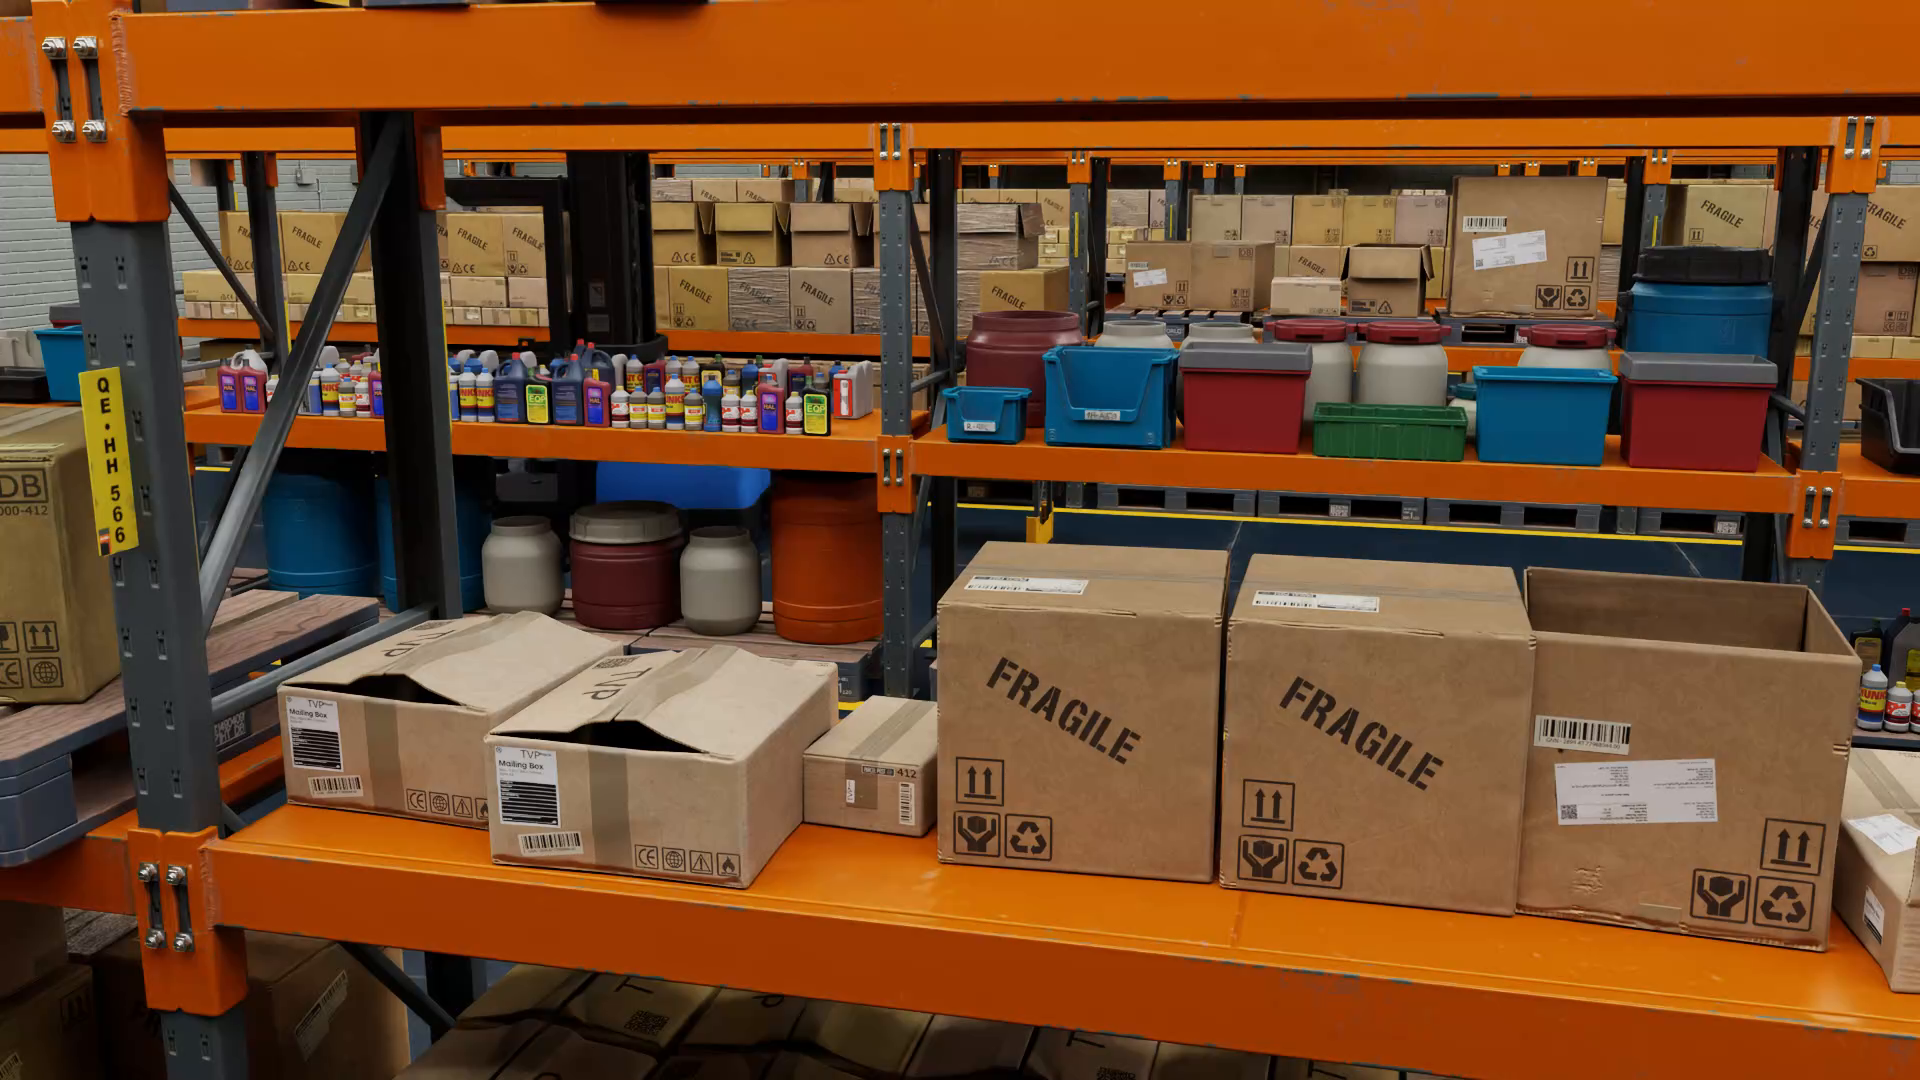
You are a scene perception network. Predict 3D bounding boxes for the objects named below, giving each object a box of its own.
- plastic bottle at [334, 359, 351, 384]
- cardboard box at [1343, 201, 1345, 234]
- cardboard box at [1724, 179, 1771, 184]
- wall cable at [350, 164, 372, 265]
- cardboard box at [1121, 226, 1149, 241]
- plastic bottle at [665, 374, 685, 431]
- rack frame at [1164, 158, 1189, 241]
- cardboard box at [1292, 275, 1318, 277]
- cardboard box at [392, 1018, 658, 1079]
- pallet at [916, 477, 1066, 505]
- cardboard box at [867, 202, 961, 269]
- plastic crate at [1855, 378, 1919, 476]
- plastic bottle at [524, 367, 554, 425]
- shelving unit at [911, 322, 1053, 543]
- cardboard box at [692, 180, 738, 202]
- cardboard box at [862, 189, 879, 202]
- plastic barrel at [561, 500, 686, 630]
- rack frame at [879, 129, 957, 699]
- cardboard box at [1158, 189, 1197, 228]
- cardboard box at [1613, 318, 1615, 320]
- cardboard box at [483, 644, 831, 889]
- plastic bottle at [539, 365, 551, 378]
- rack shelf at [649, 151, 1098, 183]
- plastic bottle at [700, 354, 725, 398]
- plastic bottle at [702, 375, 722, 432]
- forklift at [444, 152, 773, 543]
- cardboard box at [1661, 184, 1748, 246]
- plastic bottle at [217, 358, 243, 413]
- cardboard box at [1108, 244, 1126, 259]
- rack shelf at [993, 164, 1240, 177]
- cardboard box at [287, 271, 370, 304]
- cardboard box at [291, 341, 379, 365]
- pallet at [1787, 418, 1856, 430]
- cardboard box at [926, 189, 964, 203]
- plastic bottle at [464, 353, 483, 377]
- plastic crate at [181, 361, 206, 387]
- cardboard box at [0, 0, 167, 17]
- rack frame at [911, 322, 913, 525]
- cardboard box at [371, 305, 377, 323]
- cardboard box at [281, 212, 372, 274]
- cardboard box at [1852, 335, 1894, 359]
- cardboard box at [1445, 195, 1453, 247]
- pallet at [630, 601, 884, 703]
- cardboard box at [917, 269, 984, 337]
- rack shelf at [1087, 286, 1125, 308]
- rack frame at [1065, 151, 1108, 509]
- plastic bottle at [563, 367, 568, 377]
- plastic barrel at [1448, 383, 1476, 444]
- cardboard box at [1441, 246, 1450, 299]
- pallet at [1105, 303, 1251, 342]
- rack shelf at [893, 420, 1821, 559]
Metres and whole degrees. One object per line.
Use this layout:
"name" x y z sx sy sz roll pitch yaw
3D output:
"plastic bottle" -3.497 -0.926 9.442 0.097 0.201 0.097 0 13 0
"cardboard box" 4.775 -4.169 21.714 0.500 0.500 0.500 3 13 14
"cardboard box" 9.578 -4.174 20.397 0.500 0.500 0.700 3 13 13
"wall cable" -9.550 -5.392 26.765 0.122 1.984 0.588 3 13 14
"cardboard box" 1.874 -3.286 17.854 0.250 0.149 0.380 3 13 14
"plastic bottle" -1.397 -0.679 8.166 0.097 0.271 0.097 0 13 0
"rack frame" 2.281 -2.848 17.644 0.127 3.000 1.000 3 13 14
"cardboard box" 2.678 -1.920 12.802 0.258 0.266 0.396 3 13 12
"cardboard box" -0.945 1.225 3.369 0.500 0.311 0.500 4 13 15
"pallet" 0.247 -0.505 13.525 1.213 0.211 1.003 3 13 14
"cardboard box" -0.344 -2.424 13.189 0.637 0.503 0.797 3 13 15
"plastic crate" 4.169 -0.477 7.100 0.504 0.338 0.767 3 13 14
"plastic bottle" -2.106 -0.719 8.317 0.133 0.283 0.061 3 13 14
"shelving unit" 0.074 -0.728 11.553 1.083 1.500 0.587 3 13 14
"cardboard box" -2.627 -3.731 18.398 0.500 0.500 0.500 3 13 12
"cardboard box" -1.039 -4.605 23.025 0.500 0.500 0.500 3 13 13
"plastic barrel" -1.768 0.123 8.850 0.708 0.588 0.600 3 13 14
"rack frame" -0.193 -0.769 8.272 0.127 3.000 1.000 3 13 14
"cardboard box" 2.948 -4.508 22.588 0.500 0.500 0.500 3 13 12
"cardboard box" 6.758 -1.761 16.680 0.875 0.875 0.875 3 13 14
"cardboard box" -0.561 0.404 3.195 0.500 0.311 0.500 3 13 13
"plastic bottle" -2.297 -0.862 9.153 0.097 0.201 0.097 0 13 0
"rack shelf" -0.948 -3.027 13.188 4.000 0.370 1.077 3 13 14
"plastic bottle" -1.328 -0.855 8.929 0.133 0.283 0.061 3 13 14
"plastic bottle" -1.208 -0.669 8.120 0.097 0.271 0.097 0 13 0
"forklift" -2.902 -1.463 11.560 3.031 2.935 1.130 0 13 2
"cardboard box" 5.380 -2.319 12.035 0.500 0.500 0.500 3 13 14
"plastic bottle" -3.822 -0.810 8.730 0.133 0.283 0.061 3 13 14
"cardboard box" 1.692 -3.005 17.278 0.250 0.149 0.380 3 13 15
"rack shelf" 2.612 -6.155 27.286 4.000 0.370 1.077 3 13 14
"cardboard box" -5.378 -2.163 14.218 0.500 0.250 0.500 3 13 12
"cardboard box" -5.249 -1.329 14.736 0.875 0.875 0.875 3 13 14
"pallet" 8.072 -1.160 16.475 1.213 0.211 1.003 3 13 14
"cardboard box" -0.157 -4.555 22.801 0.500 0.500 0.500 3 13 14
"plastic bottle" -2.653 -0.881 9.079 0.097 0.271 0.097 0 13 0
"plastic crate" -4.494 -0.931 9.474 0.243 0.136 0.396 3 13 14
"cardboard box" -1.815 -1.256 3.313 0.500 0.500 0.910 3 13 14
"rack frame" -0.411 -0.754 11.670 0.032 1.500 0.500 3 13 14
"cardboard box" -4.759 -1.922 14.051 0.250 0.149 0.380 3 13 14
"cardboard box" -5.382 -2.530 14.140 0.500 0.500 0.500 3 13 12
"cardboard box" 6.234 -1.346 11.454 0.250 0.149 0.380 3 13 14
"cardboard box" 5.181 -3.228 16.819 0.500 0.500 0.700 3 13 13
"pallet" -0.968 0.561 8.719 1.213 0.211 1.003 3 13 14
"cardboard box" -0.027 -1.859 12.959 0.500 0.500 0.500 3 13 13
"rack shelf" 0.339 -2.600 18.190 4.000 0.370 1.077 3 13 14
"rack frame" 0.994 -1.810 12.967 0.127 3.000 1.000 3 13 14
"plastic bottle" -1.942 -0.742 8.422 0.133 0.283 0.061 3 13 14
"plastic barrel" 2.443 -0.594 7.807 0.301 0.262 0.301 0 13 0
"cardboard box" 5.103 -2.686 16.685 0.500 0.500 0.500 3 13 13
"pallet" 1.711 -1.702 12.922 1.003 0.211 1.213 3 13 14
"rack shelf" 1.749 -0.314 7.882 4.000 0.370 1.077 3 13 14
